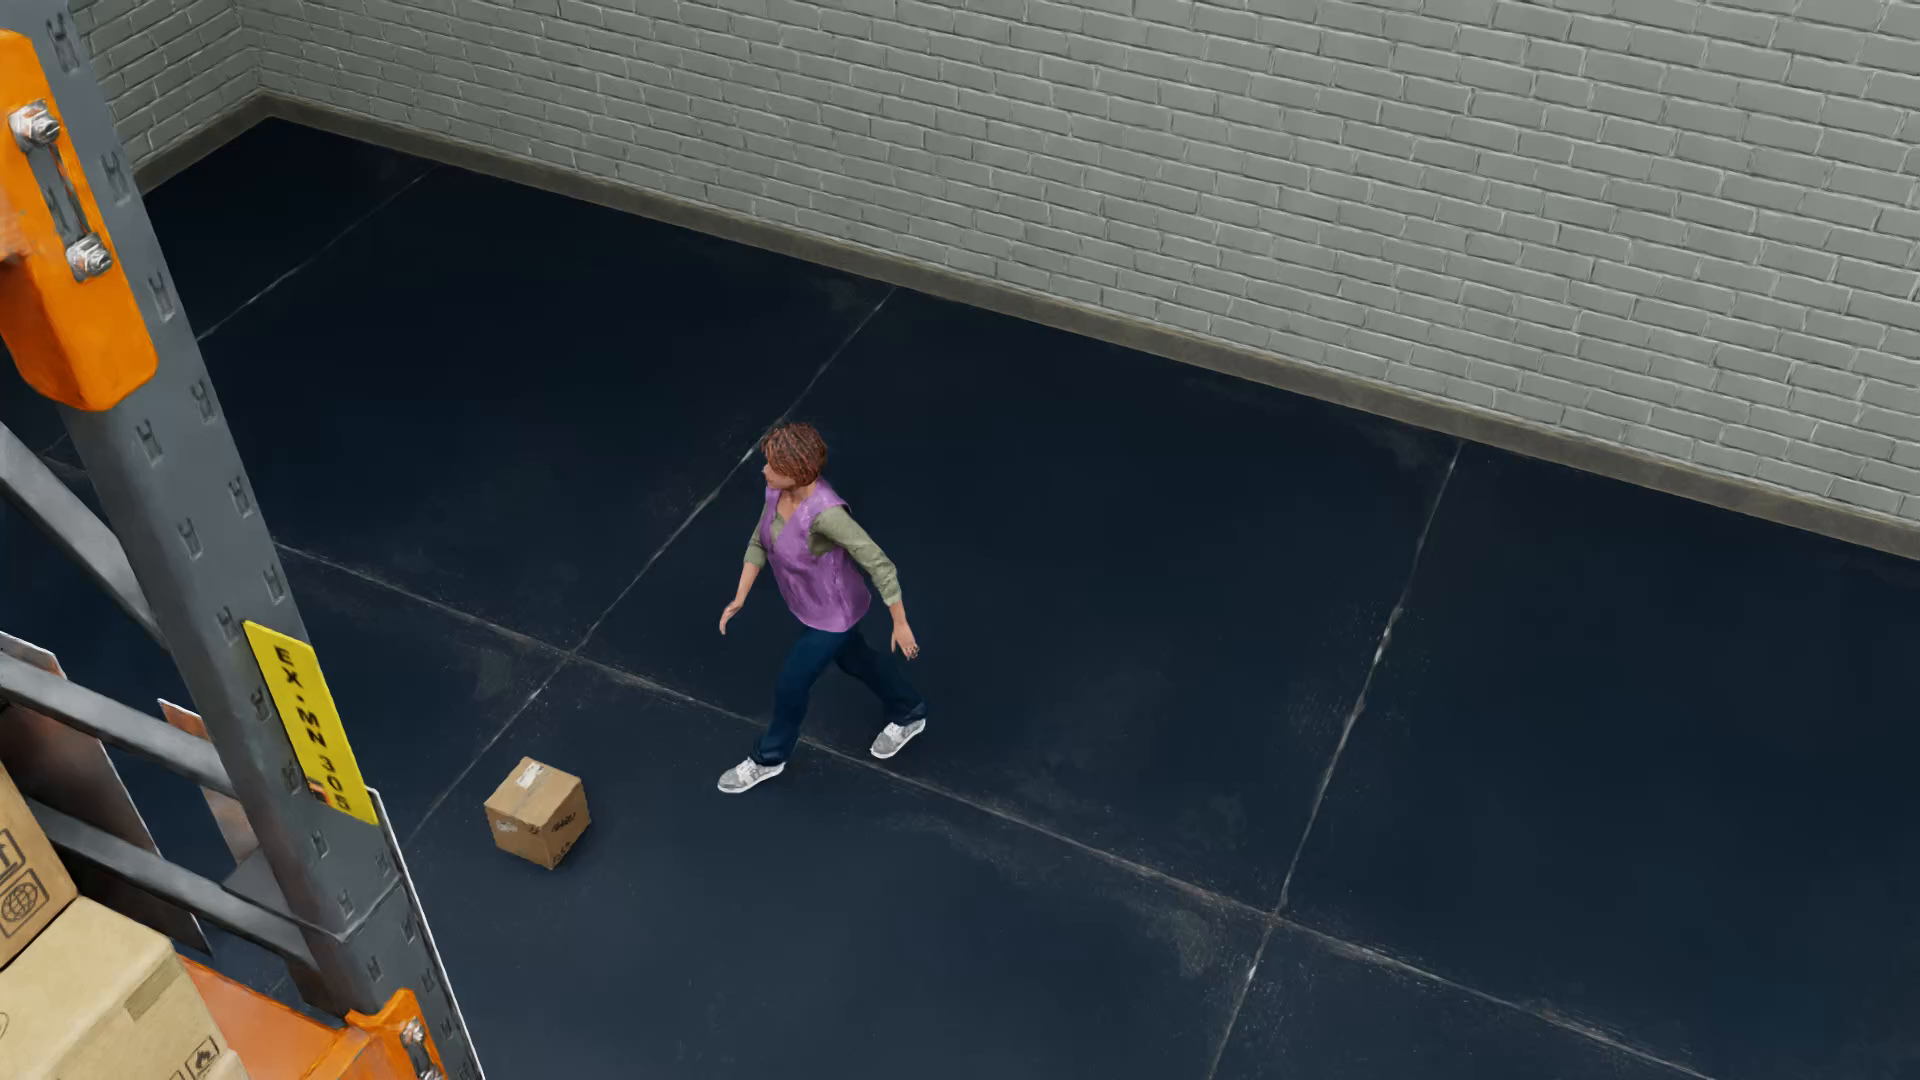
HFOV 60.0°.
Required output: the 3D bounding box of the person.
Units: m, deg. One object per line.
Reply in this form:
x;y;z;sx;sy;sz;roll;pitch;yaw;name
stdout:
-0.505;0.286;5.874;0.856;1.545;0.578;-19;46;-19;person
